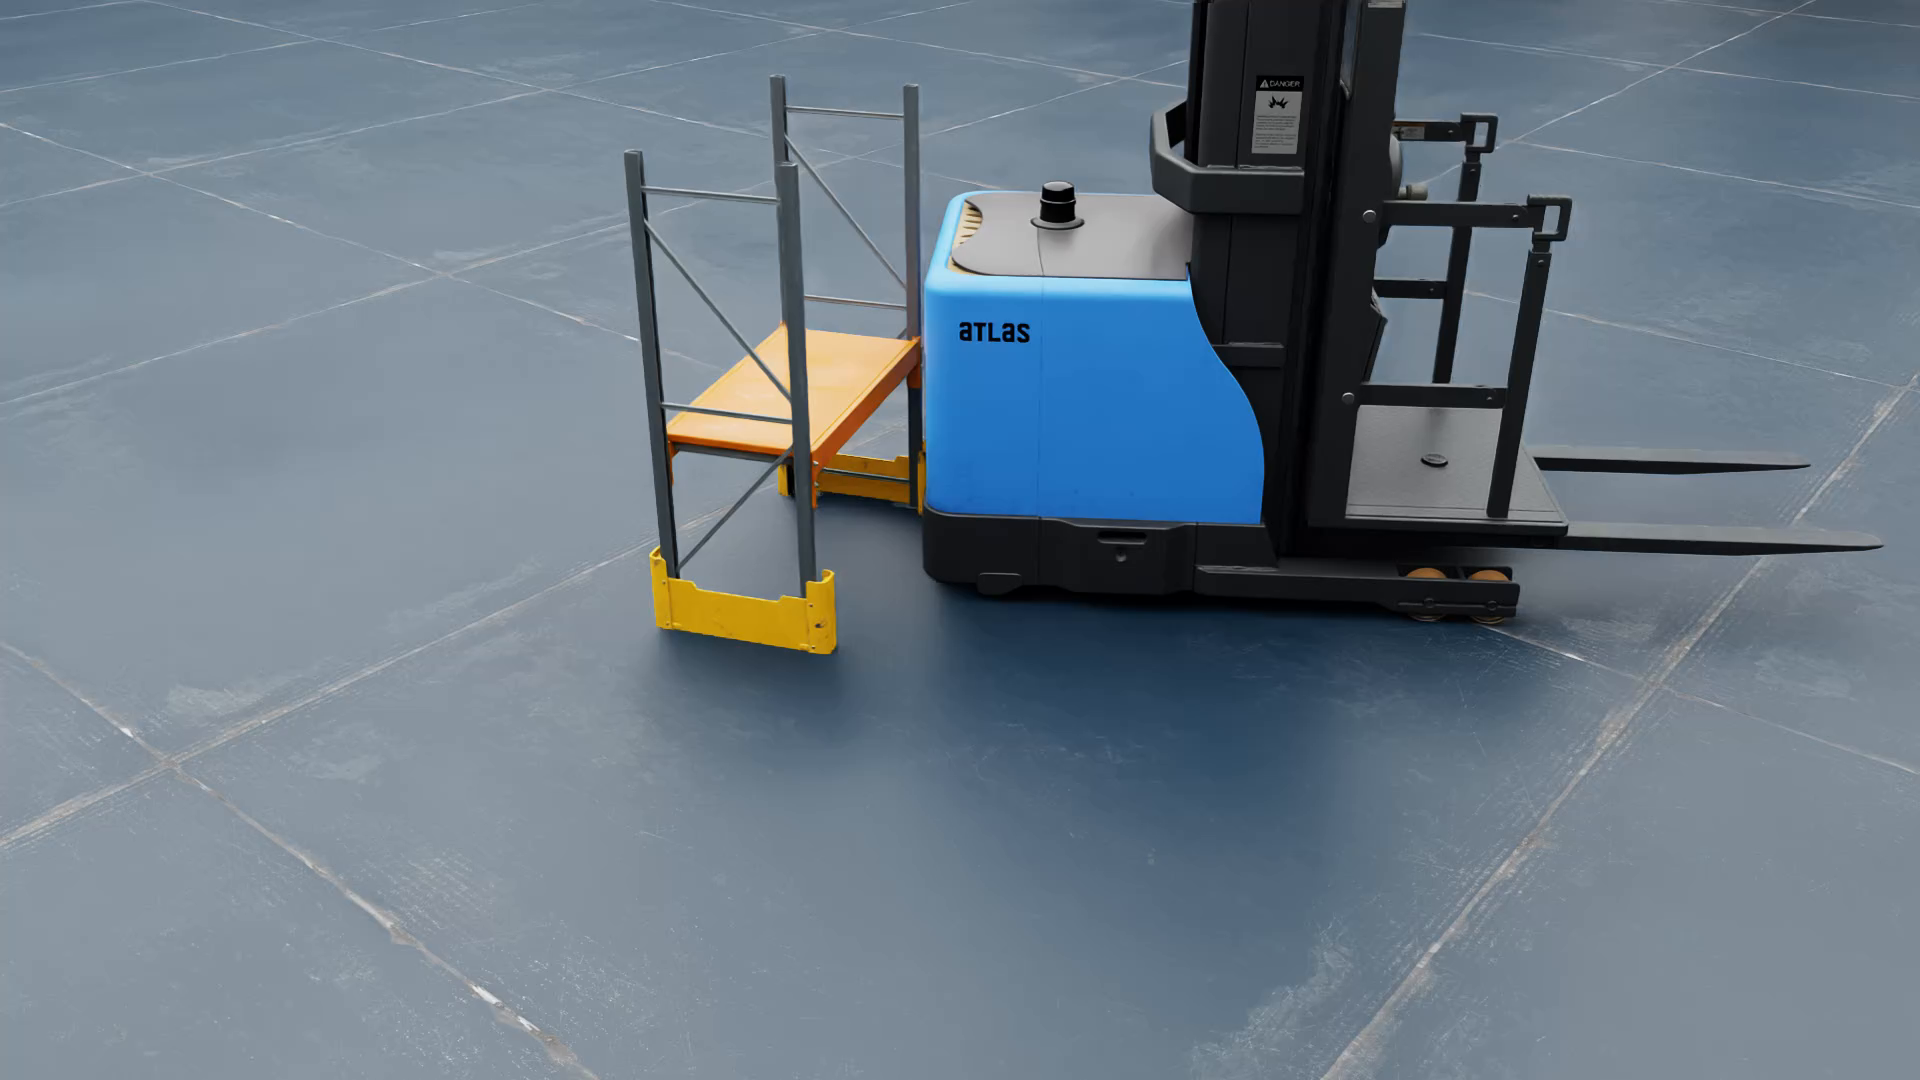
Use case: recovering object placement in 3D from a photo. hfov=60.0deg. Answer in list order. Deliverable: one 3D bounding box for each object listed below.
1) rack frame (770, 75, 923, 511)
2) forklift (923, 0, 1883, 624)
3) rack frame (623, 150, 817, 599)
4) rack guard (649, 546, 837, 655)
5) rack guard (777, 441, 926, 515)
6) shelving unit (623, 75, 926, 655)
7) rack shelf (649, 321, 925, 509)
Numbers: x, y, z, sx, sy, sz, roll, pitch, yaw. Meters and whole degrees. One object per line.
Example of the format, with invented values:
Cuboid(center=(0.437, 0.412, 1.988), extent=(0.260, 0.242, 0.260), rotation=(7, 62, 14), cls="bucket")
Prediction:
Cuboid(center=(-0.374, -0.809, 5.682), extent=(0.500, 1.500, 0.032), rotation=(8, 28, 15), cls="rack frame")
Cuboid(center=(1.423, -1.292, 5.057), extent=(3.031, 2.935, 1.130), rotation=(2, 27, 4), cls="forklift")
Cuboid(center=(-0.674, -0.363, 4.819), extent=(0.500, 1.500, 0.032), rotation=(8, 28, 15), cls="rack frame")
Cuboid(center=(-0.668, 0.184, 5.122), extent=(0.587, 0.250, 0.087), rotation=(8, 28, 15), cls="rack guard")
Cuboid(center=(-0.375, -0.253, 5.968), extent=(0.587, 0.250, 0.087), rotation=(8, 28, 15), cls="rack guard")
Cuboid(center=(-0.522, -0.590, 5.258), extent=(0.587, 1.500, 1.083), rotation=(8, 28, 15), cls="shelving unit")
Cuboid(center=(-0.524, -0.426, 5.333), extent=(0.538, 0.185, 1.000), rotation=(8, 28, 15), cls="rack shelf")
